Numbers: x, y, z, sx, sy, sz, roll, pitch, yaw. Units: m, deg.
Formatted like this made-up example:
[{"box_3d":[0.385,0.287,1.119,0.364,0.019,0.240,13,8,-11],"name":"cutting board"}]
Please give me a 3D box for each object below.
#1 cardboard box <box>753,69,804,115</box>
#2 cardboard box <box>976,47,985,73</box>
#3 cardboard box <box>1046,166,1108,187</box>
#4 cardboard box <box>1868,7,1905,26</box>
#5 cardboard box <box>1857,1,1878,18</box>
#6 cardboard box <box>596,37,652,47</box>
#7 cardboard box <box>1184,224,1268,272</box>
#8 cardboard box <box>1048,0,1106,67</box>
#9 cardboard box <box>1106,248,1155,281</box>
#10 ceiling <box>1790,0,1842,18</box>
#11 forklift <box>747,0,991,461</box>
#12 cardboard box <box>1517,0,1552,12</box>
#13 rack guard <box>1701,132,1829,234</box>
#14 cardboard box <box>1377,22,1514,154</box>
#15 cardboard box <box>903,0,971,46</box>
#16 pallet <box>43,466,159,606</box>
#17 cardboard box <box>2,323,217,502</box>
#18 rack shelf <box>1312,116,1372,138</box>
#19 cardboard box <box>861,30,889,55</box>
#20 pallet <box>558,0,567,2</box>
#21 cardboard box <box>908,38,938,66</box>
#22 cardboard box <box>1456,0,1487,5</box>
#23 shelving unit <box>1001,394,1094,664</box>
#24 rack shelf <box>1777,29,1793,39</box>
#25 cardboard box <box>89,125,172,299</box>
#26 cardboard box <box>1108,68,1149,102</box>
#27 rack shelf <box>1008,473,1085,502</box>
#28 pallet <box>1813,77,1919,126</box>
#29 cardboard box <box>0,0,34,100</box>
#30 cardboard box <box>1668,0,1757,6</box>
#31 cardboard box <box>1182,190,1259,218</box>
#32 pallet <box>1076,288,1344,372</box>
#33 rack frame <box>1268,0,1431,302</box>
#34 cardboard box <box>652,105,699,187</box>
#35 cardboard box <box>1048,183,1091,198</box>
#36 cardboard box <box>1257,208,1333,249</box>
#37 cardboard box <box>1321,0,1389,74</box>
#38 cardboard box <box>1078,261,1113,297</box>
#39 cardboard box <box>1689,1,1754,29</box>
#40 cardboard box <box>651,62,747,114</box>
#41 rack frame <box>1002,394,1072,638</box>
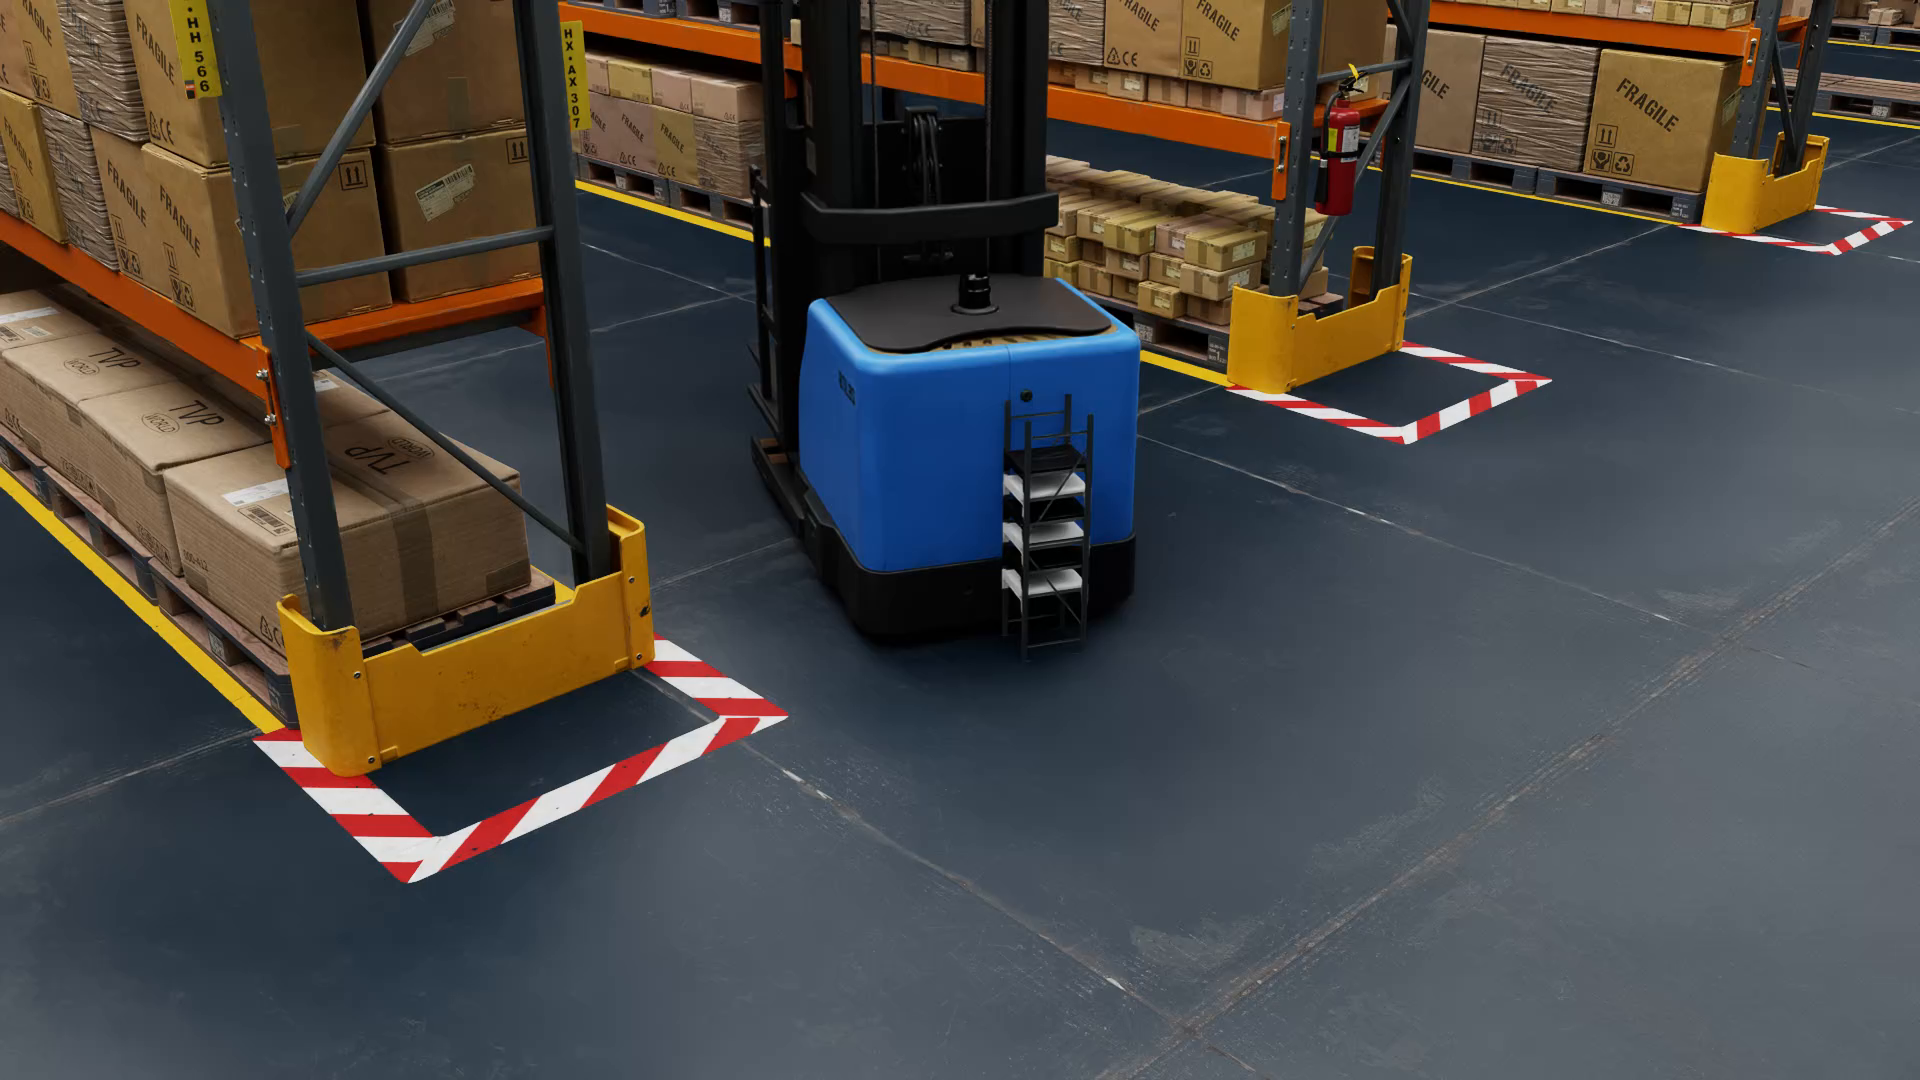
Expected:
[{"box_3d":[-1.106,-3.184,11.719,0.500,0.250,0.500,22,33,39],"name":"cardboard box"},{"box_3d":[0.313,-2.744,9.454,0.380,0.149,0.250,-20,31,-37],"name":"cardboard box"},{"box_3d":[0.674,-2.141,10.040,0.380,0.149,0.250,-21,32,-38],"name":"cardboard box"},{"box_3d":[10.857,-6.140,19.478,0.380,0.166,0.250,-21,32,-38],"name":"cardboard box"},{"box_3d":[11.026,-6.391,20.049,0.380,0.149,0.250,-21,32,-38],"name":"cardboard box"},{"box_3d":[-2.516,-3.815,13.100,0.500,0.250,0.500,-21,32,-38],"name":"cardboard box"},{"box_3d":[1.393,-1.532,8.706,0.380,0.149,0.250,-21,32,-38],"name":"cardboard box"},{"box_3d":[0.743,-2.831,8.863,0.500,0.500,0.500,-21,32,-38],"name":"cardboard box"},{"box_3d":[1.014,-1.544,9.091,0.250,0.149,0.380,22,33,40],"name":"cardboard box"},{"box_3d":[10.258,-6.465,20.016,0.500,0.311,0.500,-21,32,-38],"name":"ceiling"},{"box_3d":[-3.636,-2.661,6.309,7.407,5.209,9.711,-8,26,-16],"name":"forklift"},{"box_3d":[4.269,-3.943,12.081,0.380,0.149,0.250,-21,32,-38],"name":"cardboard box"},{"box_3d":[5.646,-2.511,11.651,1.175,0.500,0.348,-21,32,-38],"name":"rack guard"},{"box_3d":[3.903,-3.596,13.073,0.875,0.875,0.875,-21,32,-38],"name":"cardboard box"},{"box_3d":[0.022,-3.139,9.538,0.500,0.500,0.500,-22,33,-39],"name":"cardboard box"},{"box_3d":[-3.038,-0.165,6.857,1.003,0.211,1.213,-21,32,-38],"name":"pallet"},{"box_3d":[-3.375,-0.589,7.009,0.875,0.438,0.875,-22,33,-40],"name":"cardboard box"},{"box_3d":[0.573,-2.622,9.579,0.831,0.071,3.687,-21,32,-38],"name":"rack shelf"},{"box_3d":[-0.388,-3.075,10.178,0.250,0.149,0.380,22,33,39],"name":"cardboard box"},{"box_3d":[-2.963,-4.430,13.077,1.213,0.211,1.003,-21,32,-38],"name":"pallet"},{"box_3d":[-0.082,-2.896,9.786,0.380,0.149,0.250,-21,32,-38],"name":"cardboard box"},{"box_3d":[3.921,-4.097,12.419,0.380,0.149,0.250,-22,33,-40],"name":"cardboard box"},{"box_3d":[-0.227,-4.723,12.226,4.052,4.048,15.476,-8,26,-16],"name":"shelving unit"},{"box_3d":[4.262,-3.999,12.596,0.831,0.071,3.687,-21,32,-38],"name":"rack shelf"},{"box_3d":[-2.459,-1.117,5.463,0.500,0.500,0.500,-22,33,-39],"name":"cardboard box"},{"box_3d":[0.994,-2.411,8.725,0.380,0.149,0.250,-20,31,-37],"name":"cardboard box"},{"box_3d":[-0.219,-5.001,12.108,4.033,3.443,15.466,-8,26,-16],"name":"rack shelf"},{"box_3d":[0.626,-1.559,9.913,21.016,0.211,3.492,-21,32,-38],"name":"pallet"},{"box_3d":[-3.164,-1.876,5.924,0.500,0.500,0.500,-22,32,-39],"name":"cardboard box"},{"box_3d":[5.104,-3.794,11.274,0.500,0.250,0.500,-22,32,-39],"name":"cardboard box"},{"box_3d":[1.475,-1.861,9.427,0.380,0.149,0.250,-21,32,-39],"name":"cardboard box"},{"box_3d":[1.358,-1.289,9.322,1.003,0.211,1.213,-21,32,-38],"name":"pallet"},{"box_3d":[1.940,-2.279,8.131,1.000,3.000,0.127,-21,32,-38],"name":"rack frame"},{"box_3d":[-1.834,-2.853,11.895,0.500,0.500,0.500,-22,33,-40],"name":"cardboard box"},{"box_3d":[-3.853,-12.771,23.276,30.398,8.504,18.148,23,33,40],"name":"cardboard box"},{"box_3d":[1.830,-1.699,9.071,0.250,0.149,0.380,22,32,39],"name":"cardboard box"},{"box_3d":[1.835,-2.674,8.518,0.500,0.500,0.500,-19,31,-36],"name":"cardboard box"},{"box_3d":[0.882,-1.498,9.348,0.380,0.149,0.250,-21,32,-38],"name":"cardboard box"},{"box_3d":[5.146,-3.555,11.232,0.274,0.149,0.395,22,32,39],"name":"cardboard box"},{"box_3d":[-1.829,-3.199,11.751,0.500,0.250,0.500,-19,31,-36],"name":"cardboard box"},{"box_3d":[0.266,-0.074,5.828,0.240,0.900,0.006,-8,26,-16],"name":"rack frame"}]
